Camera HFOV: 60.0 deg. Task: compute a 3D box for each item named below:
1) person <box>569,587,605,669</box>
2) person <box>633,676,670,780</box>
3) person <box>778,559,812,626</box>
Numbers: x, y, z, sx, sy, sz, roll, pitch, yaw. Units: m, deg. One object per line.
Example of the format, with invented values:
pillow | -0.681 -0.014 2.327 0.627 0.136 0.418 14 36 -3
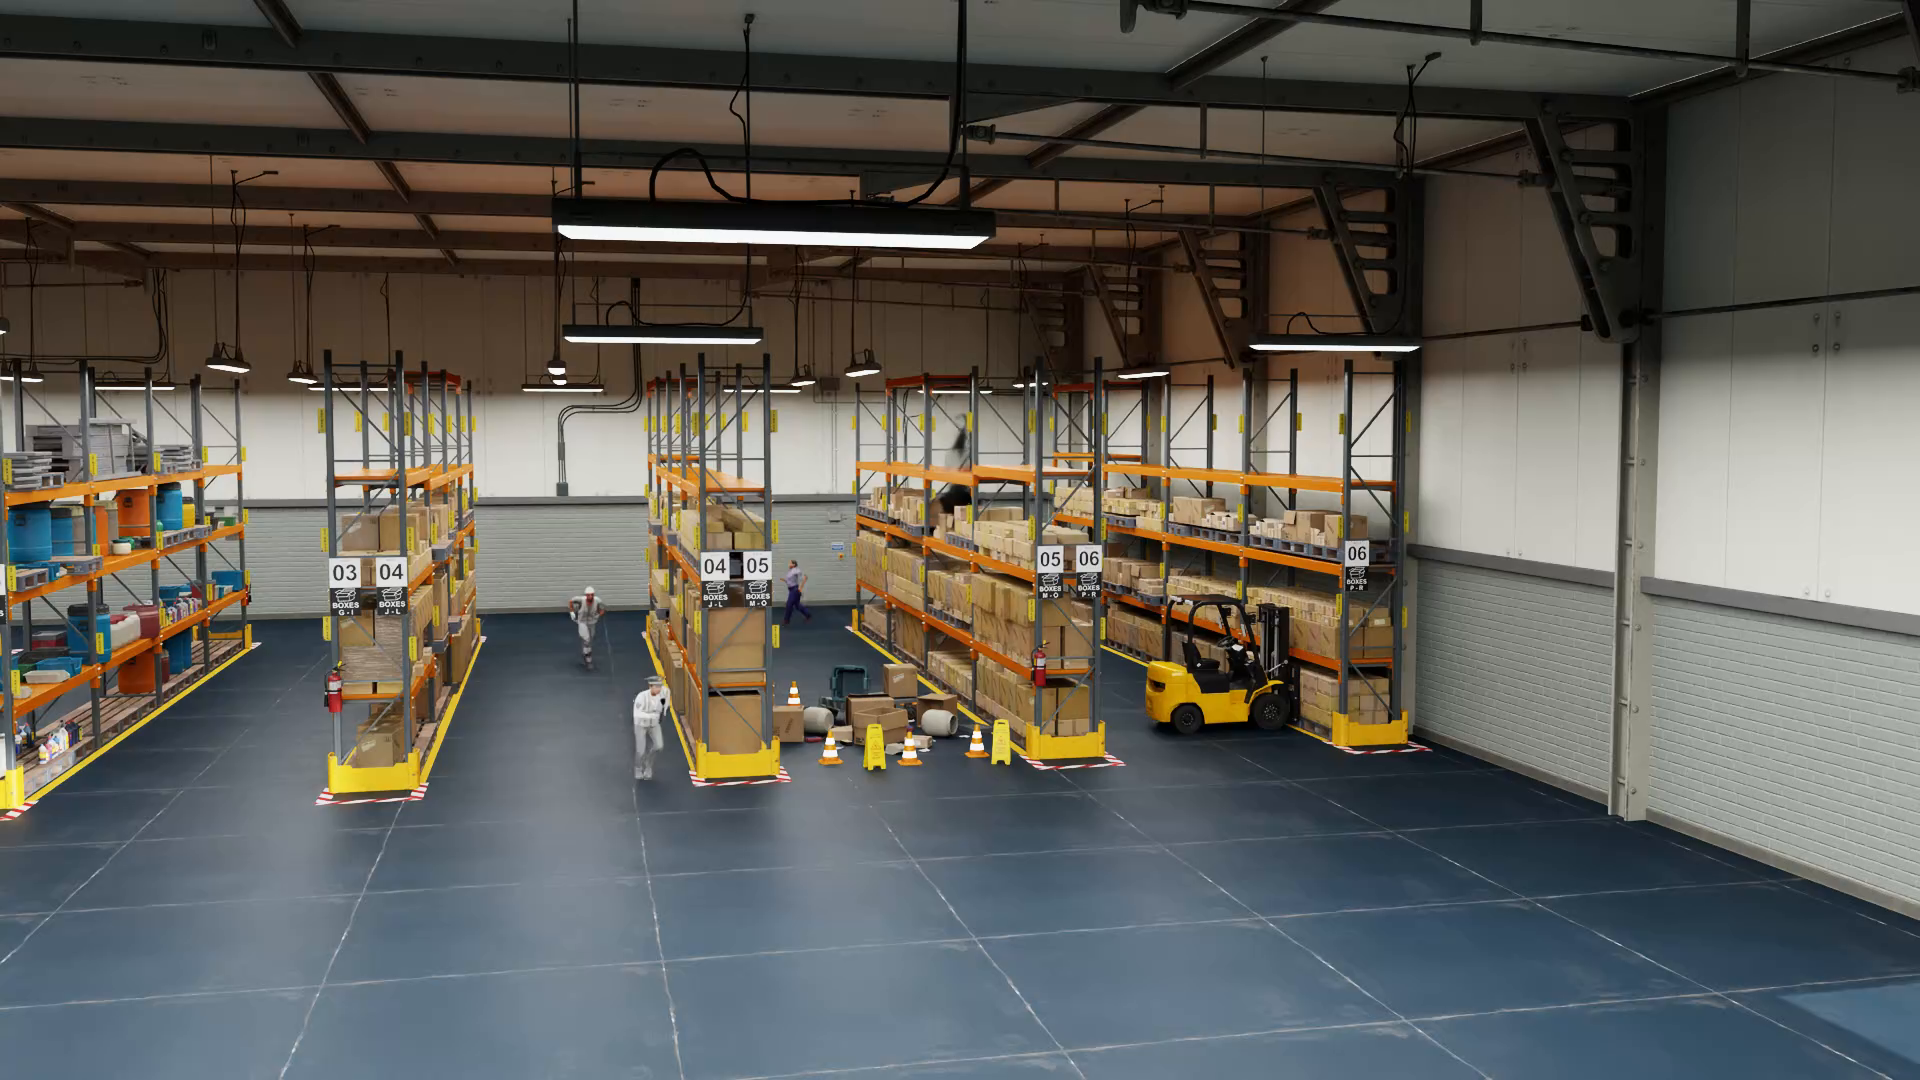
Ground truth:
person | -7.724 1.793 34.376 0.706 1.731 1.052 -2 4 -22
person | -4.314 2.617 23.264 0.639 1.515 0.892 -3 5 -35
person | -4.078 1.293 41.186 0.933 1.652 0.598 -2 4 -22
